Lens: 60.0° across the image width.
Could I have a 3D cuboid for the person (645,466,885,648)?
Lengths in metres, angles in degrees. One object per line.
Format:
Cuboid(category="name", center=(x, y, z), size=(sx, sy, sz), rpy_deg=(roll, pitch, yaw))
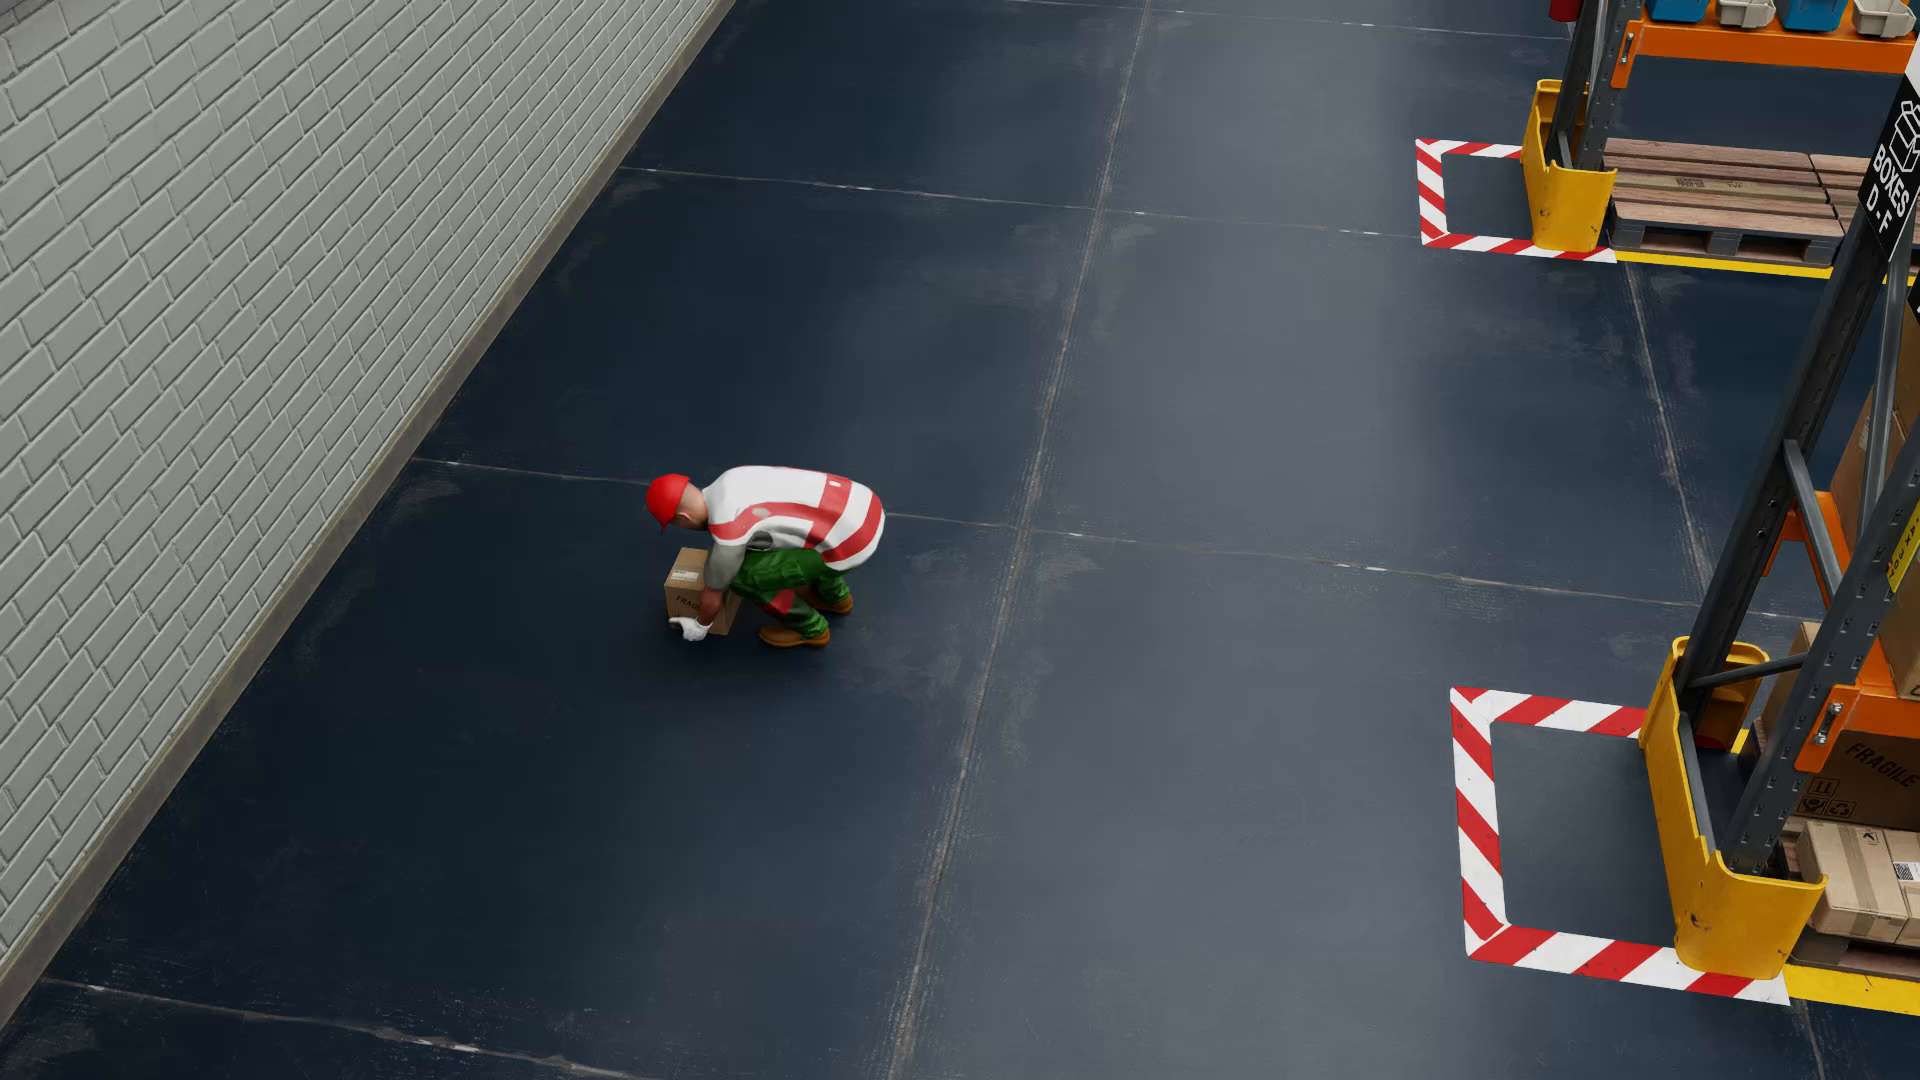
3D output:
Cuboid(category="person", center=(-0.790, 0.059, 6.874), size=(0.958, 0.799, 0.525), rpy_deg=(6, 40, 7))
